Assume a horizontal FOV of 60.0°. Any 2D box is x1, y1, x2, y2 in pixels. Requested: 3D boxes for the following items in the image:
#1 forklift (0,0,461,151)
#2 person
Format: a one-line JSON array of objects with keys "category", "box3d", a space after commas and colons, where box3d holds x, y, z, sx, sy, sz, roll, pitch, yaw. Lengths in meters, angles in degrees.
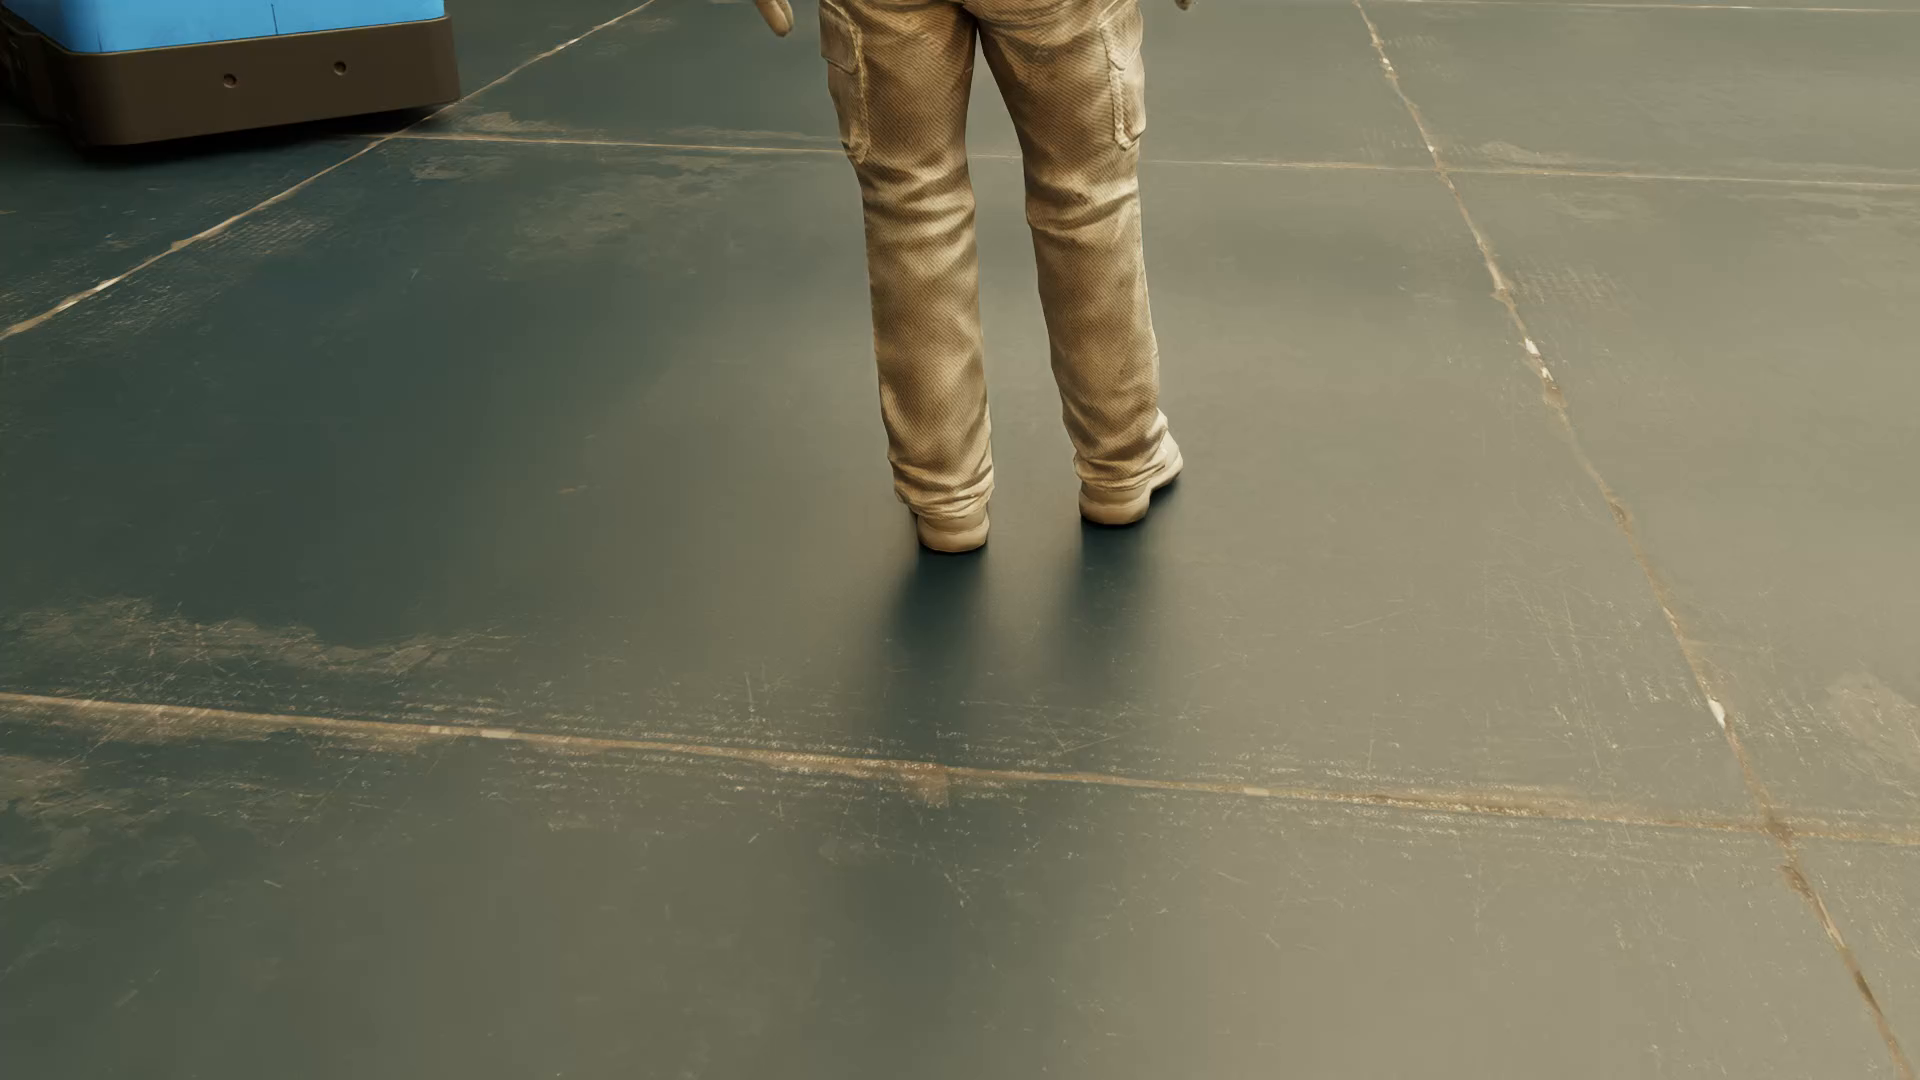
[{"category": "forklift", "box3d": [-2.784, -2.965, 5.160, 1.130, 2.935, 3.031, -18, 32, -32]}, {"category": "person", "box3d": [0.018, -0.834, 2.163, 0.657, 1.779, 0.575, 3, 27, 7]}]
